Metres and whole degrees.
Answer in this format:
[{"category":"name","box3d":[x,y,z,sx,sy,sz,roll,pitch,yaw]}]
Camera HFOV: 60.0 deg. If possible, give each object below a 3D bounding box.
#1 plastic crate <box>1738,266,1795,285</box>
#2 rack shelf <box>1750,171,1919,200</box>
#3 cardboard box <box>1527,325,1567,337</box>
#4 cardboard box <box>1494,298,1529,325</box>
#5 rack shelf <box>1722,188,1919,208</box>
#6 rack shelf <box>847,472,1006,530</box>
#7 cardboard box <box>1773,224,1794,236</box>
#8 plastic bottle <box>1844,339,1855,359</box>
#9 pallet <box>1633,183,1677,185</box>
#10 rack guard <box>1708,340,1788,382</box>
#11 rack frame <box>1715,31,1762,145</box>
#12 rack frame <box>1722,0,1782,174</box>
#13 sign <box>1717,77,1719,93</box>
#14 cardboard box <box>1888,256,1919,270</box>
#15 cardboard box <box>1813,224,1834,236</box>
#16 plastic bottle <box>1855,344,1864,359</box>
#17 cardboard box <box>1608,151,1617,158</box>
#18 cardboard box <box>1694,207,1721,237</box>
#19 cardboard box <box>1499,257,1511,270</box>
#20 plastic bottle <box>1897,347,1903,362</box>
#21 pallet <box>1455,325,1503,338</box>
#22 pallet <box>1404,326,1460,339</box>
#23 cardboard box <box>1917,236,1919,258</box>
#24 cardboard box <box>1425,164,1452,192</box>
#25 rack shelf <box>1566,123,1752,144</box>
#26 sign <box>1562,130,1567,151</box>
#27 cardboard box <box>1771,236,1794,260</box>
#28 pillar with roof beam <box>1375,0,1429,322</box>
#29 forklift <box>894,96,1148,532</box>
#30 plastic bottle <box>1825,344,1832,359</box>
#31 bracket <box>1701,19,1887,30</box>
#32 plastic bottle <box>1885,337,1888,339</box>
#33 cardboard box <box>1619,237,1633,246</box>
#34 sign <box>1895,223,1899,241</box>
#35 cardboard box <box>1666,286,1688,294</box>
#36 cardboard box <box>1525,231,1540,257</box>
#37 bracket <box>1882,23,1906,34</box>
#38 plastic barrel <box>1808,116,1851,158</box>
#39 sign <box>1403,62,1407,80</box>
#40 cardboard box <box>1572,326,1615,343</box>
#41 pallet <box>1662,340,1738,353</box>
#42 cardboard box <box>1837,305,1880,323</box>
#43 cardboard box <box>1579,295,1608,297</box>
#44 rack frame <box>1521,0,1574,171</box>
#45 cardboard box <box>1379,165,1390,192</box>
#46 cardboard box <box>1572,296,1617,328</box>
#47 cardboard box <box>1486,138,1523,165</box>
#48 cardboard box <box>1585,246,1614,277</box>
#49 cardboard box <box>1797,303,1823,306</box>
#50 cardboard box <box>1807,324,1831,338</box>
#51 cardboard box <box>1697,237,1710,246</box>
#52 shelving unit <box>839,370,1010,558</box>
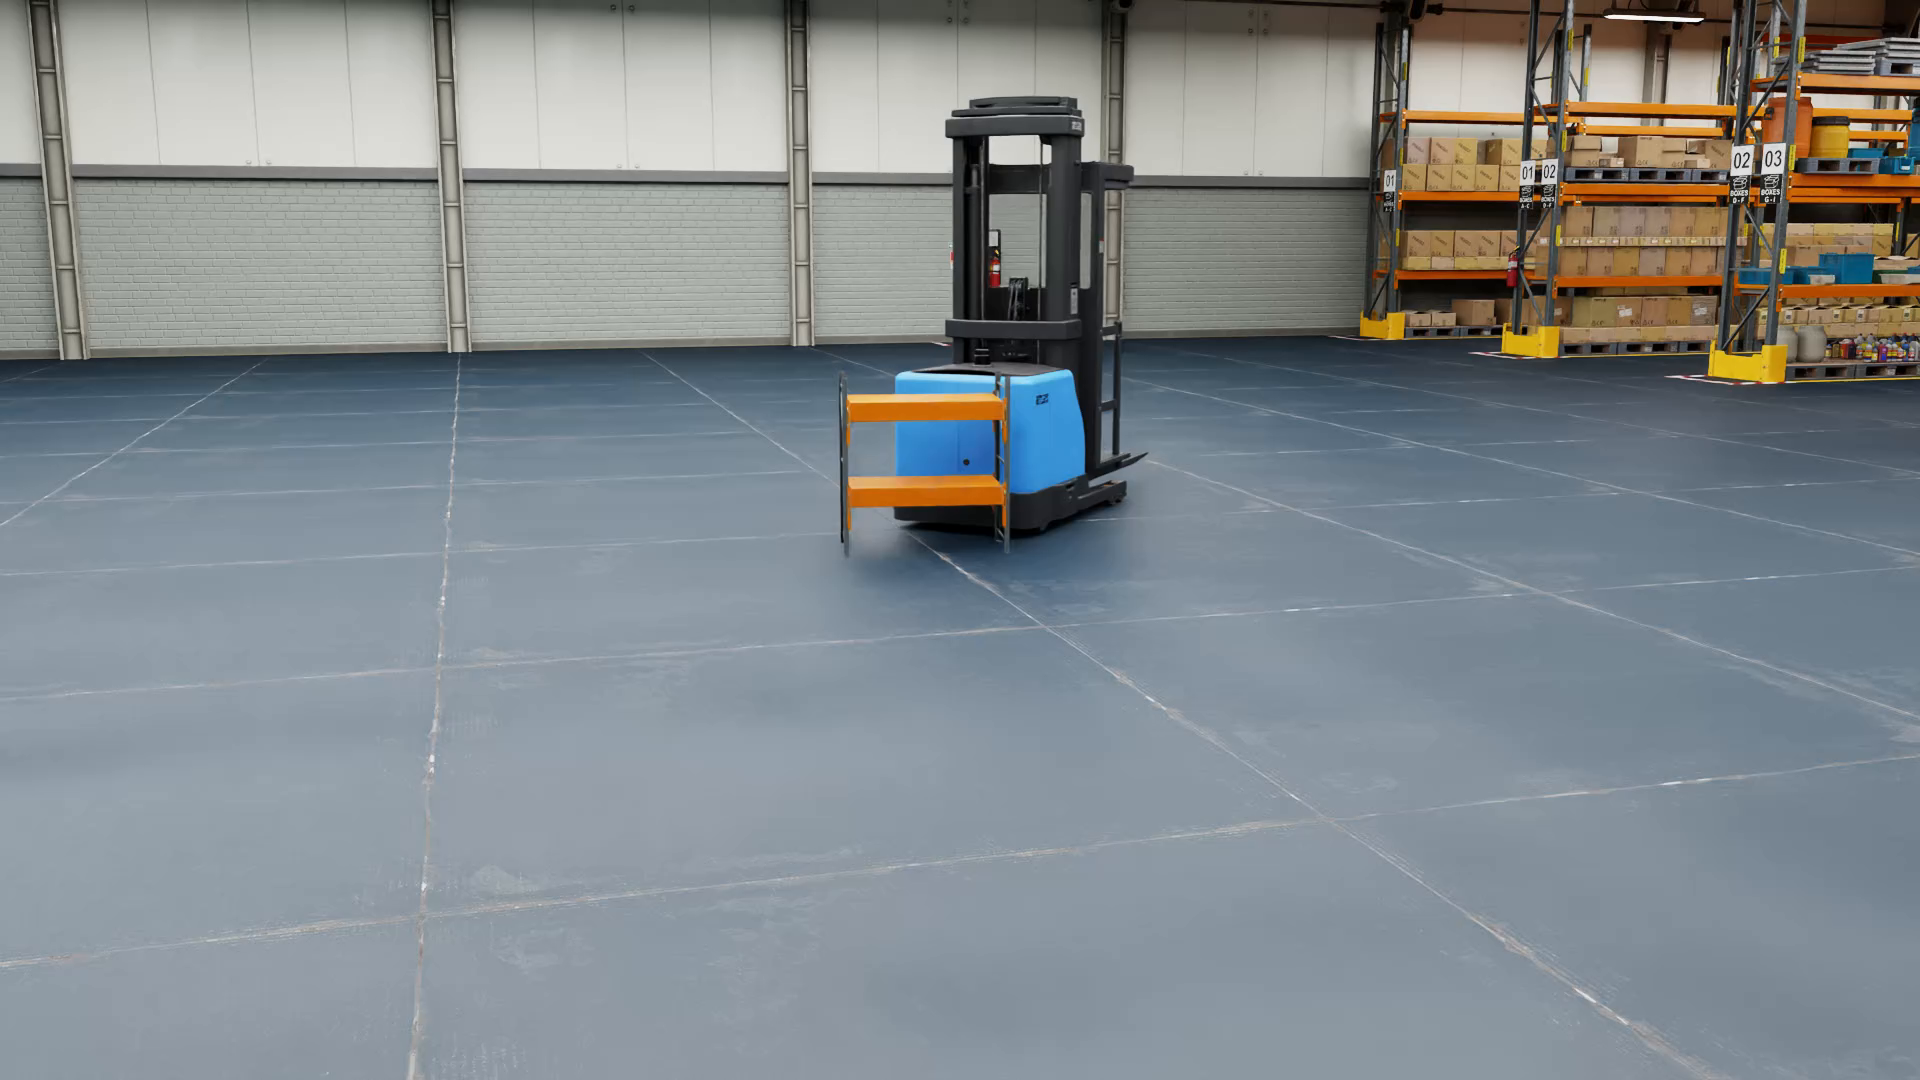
[{"category":"plastic crate","box3d":[11.379,-3.737,23.472,0.616,0.251,0.499,-3,11,-16]},{"category":"rack shelf","box3d":[12.902,-4.956,23.382,4.000,0.370,1.077,-3,11,-16]},{"category":"cardboard box","box3d":[10.033,-3.527,28.354,0.500,0.250,0.500,-3,11,-16]},{"category":"cardboard box","box3d":[11.068,-4.585,33.357,0.500,0.500,0.500,-4,11,-20]},{"category":"rack shelf","box3d":[15.362,-6.019,29.160,4.000,0.370,1.077,-3,11,-16]},{"category":"rack shelf","box3d":[-0.234,-0.257,10.687,1.000,0.278,0.538,-1,10,-6]},{"category":"cardboard box","box3d":[16.918,-6.440,34.517,0.500,0.250,0.500,-3,11,-17]},{"category":"plastic bottle","box3d":[12.902,-2.772,24.107,0.133,0.283,0.061,-3,11,-16]},{"category":"pallet","box3d":[13.671,-7.106,33.596,1.003,0.211,1.213,-3,11,-16]},{"category":"rack guard","box3d":[11.041,-2.516,23.330,0.348,0.500,1.175,-3,11,-16]},{"category":"rack frame","box3d":[15.894,-8.810,34.050,0.127,3.000,1.000,-3,11,-16]},{"category":"rack frame","box3d":[13.441,-7.747,28.273,0.127,3.000,1.000,-3,11,-16]},{"category":"sign","box3d":[15.735,-9.444,34.474,0.005,0.325,0.100,-3,11,-16]},{"category":"cardboard box","box3d":[16.920,-4.944,29.866,0.500,0.311,0.500,-2,11,-12]},{"category":"cardboard box","box3d":[17.885,-6.492,34.804,0.500,0.250,0.500,-3,11,-17]},{"category":"plastic bottle","box3d":[13.058,-2.736,24.140,0.097,0.201,0.097,0,10,0]},{"category":"cardboard box","box3d":[11.167,-6.433,28.121,0.500,0.311,0.500,-2,11,-9]},{"category":"cardboard box","box3d":[12.532,-5.434,28.422,0.500,0.500,0.700,-3,11,-16]},{"category":"cardboard box","box3d":[10.724,-5.465,32.807,0.500,0.250,0.500,-3,11,-16]},{"category":"plastic bottle","box3d":[13.330,-2.638,23.605,0.097,0.201,0.097,0,10,0]},{"category":"pallet","box3d":[10.245,-4.184,33.189,1.213,0.211,1.003,-3,11,-16]},{"category":"pallet","box3d":[9.075,-4.123,32.857,1.213,0.211,1.003,-3,11,-16]},{"category":"cardboard box","box3d":[17.855,-5.306,30.149,0.500,0.500,0.700,-7,13,-35]},{"category":"cardboard box","box3d":[9.129,-6.984,32.081,0.500,0.500,0.500,-2,11,-12]},{"category":"rack shelf","box3d":[13.973,-8.159,33.601,4.000,0.370,1.077,-3,11,-16]},{"category":"sign","box3d":[9.750,-6.441,26.833,0.005,0.325,0.100,-3,11,-16]},{"category":"cardboard box","box3d":[16.937,-6.070,34.582,0.500,0.500,0.500,-3,11,-14]},{"category":"pillar with roof beam","box3d":[9.846,-7.843,28.795,0.548,9.000,9.100,-3,11,-16]},{"category":"forklift","box3d":[0.617,-1.723,12.311,1.130,2.935,3.031,5,11,24]},{"category":"plastic bottle","box3d":[12.622,-2.742,24.171,0.097,0.201,0.097,0,10,0]},{"category":"bracket","box3d":[17.375,-10.755,34.670,4.783,0.066,0.076,-3,11,-16]},{"category":"plastic bottle","box3d":[13.580,-2.836,24.456,0.133,0.283,0.061,-3,11,-13]},{"category":"cardboard box","box3d":[11.028,-4.997,27.839,0.250,0.149,0.380,-3,11,-18]},{"category":"sign","box3d":[17.121,-5.623,30.328,0.005,0.325,0.100,-3,11,-16]},{"category":"cardboard box","box3d":[14.652,-5.152,34.367,0.500,0.250,0.500,-3,11,-15]},{"category":"cardboard box","box3d":[11.208,-5.859,32.873,0.500,0.500,0.500,-3,11,-16]},{"category":"bracket","box3d":[19.865,-10.886,35.383,0.430,0.232,0.235,-3,11,-16]},{"category":"plastic barrel","box3d":[12.041,-5.587,23.145,0.600,0.588,0.600,0,10,0]},{"category":"sign","box3d":[8.364,-8.810,31.246,0.005,0.325,0.100,-3,11,-16]},{"category":"cardboard box","box3d":[10.657,-3.463,28.006,0.500,0.250,0.500,-3,11,-16]},{"category":"pallet","box3d":[12.666,-3.392,28.890,1.213,0.211,1.003,-3,11,-16]},{"category":"cardboard box","box3d":[15.865,-4.007,29.415,0.500,0.311,0.500,-3,11,-16]},{"category":"cardboard box","box3d":[10.989,-3.949,28.577,0.500,0.500,0.500,-3,11,-16]},{"category":"rack frame","box3d":[9.601,-7.545,27.174,0.127,3.000,1.000,-3,11,-16]},{"category":"cardboard box","box3d":[8.542,-7.054,32.465,0.500,0.500,0.500,-2,11,-12]},{"category":"cardboard box","box3d":[10.657,-3.831,27.937,0.500,0.500,0.500,-3,11,-16]},{"category":"cardboard box","box3d":[10.626,-7.553,32.413,0.500,0.500,0.500,-3,11,-18]},{"category":"cardboard box","box3d":[10.555,-4.692,27.973,0.500,0.500,0.700,-3,11,-14]},{"category":"cardboard box","box3d":[15.211,-4.074,29.777,0.500,0.311,0.500,-3,11,-17]},{"category":"cardboard box","box3d":[14.886,-3.681,29.189,0.500,0.250,0.500,-3,11,-18]},{"category":"cardboard box","box3d":[12.500,-5.074,28.258,0.250,0.149,0.380,-3,11,-16]},{"category":"shelving unit","box3d":[-0.234,-0.498,10.643,1.048,1.125,0.538,-1,10,-6]}]
